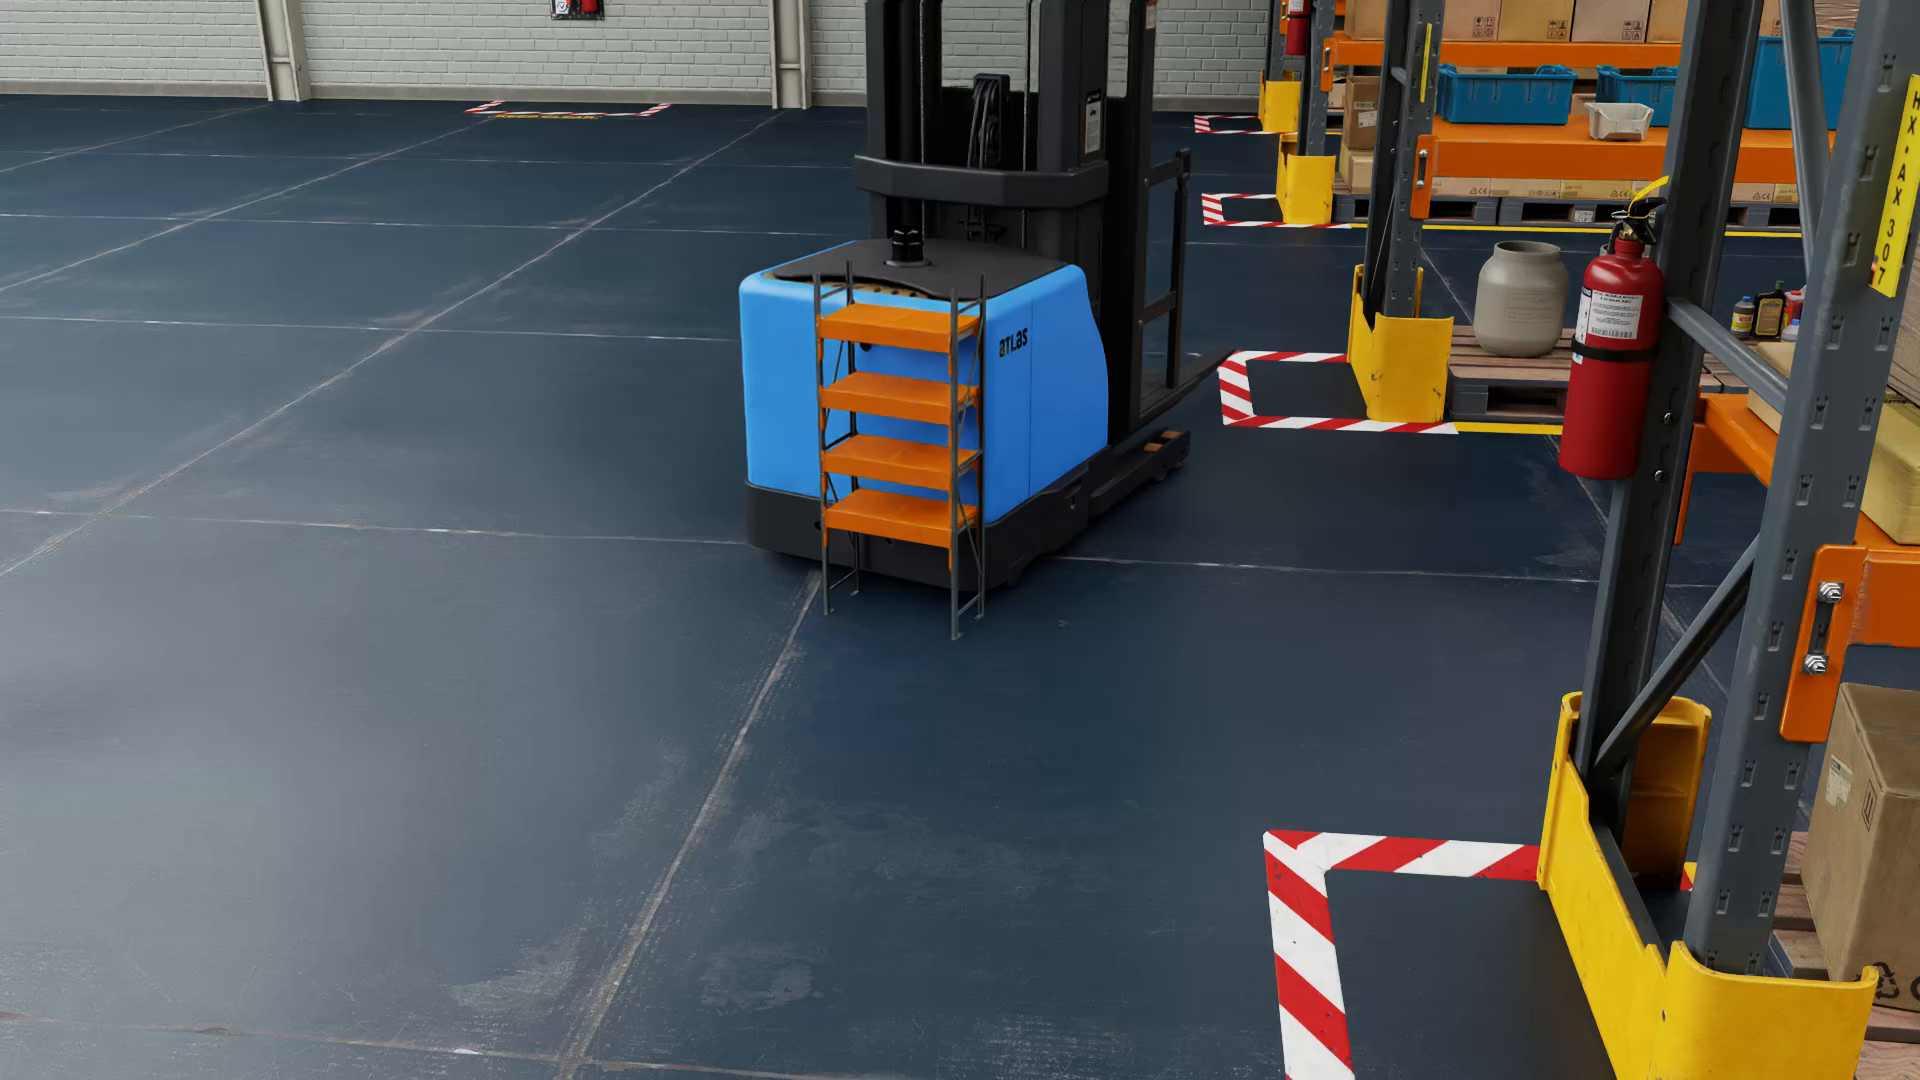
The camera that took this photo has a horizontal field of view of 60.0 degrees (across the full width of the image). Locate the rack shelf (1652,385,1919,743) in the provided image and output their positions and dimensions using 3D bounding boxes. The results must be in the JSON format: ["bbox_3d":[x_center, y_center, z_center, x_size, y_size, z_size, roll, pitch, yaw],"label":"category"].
[{"bbox_3d":[3.497,0.083,3.129,4.000,0.370,1.077,2,22,6],"label":"rack shelf"}]

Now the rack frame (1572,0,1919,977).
[{"bbox_3d":[1.511,-0.338,3.216,0.127,3.000,1.000,2,22,6],"label":"rack frame"}]

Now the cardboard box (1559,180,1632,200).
[{"bbox_3d":[4.676,-2.702,12.363,0.500,0.250,0.500,2,22,6],"label":"cardboard box"}]

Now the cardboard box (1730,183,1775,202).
[{"bbox_3d":[5.671,-2.664,12.267,0.500,0.250,0.500,2,22,6],"label":"cardboard box"}]

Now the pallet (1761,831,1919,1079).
[{"bbox_3d":[2.389,1.010,3.599,1.213,0.211,1.003,2,22,6],"label":"pallet"}]

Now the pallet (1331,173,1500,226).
[{"bbox_3d":[3.445,-2.641,12.832,1.213,0.211,1.003,2,22,6],"label":"pallet"}]

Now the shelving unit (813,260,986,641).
[{"bbox_3d":[-0.194,-0.296,5.557,0.503,1.200,0.258,10,24,23],"label":"shelving unit"}]

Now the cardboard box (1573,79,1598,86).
[{"bbox_3d":[4.739,-3.246,12.719,0.500,0.500,0.500,2,22,6],"label":"cardboard box"}]

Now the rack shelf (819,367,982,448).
[{"bbox_3d":[-0.194,-0.442,5.499,0.480,0.148,0.258,10,24,23],"label":"rack shelf"}]

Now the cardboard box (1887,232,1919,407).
[{"bbox_3d":[2.054,-0.489,3.057,0.500,0.500,0.875,2,22,6],"label":"cardboard box"}]

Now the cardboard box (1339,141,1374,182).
[{"bbox_3d":[3.248,-2.956,13.007,0.500,0.250,0.500,2,22,6],"label":"cardboard box"}]

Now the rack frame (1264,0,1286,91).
[{"bbox_3d":[3.260,-5.764,16.939,0.127,3.000,1.000,2,22,6],"label":"rack frame"}]

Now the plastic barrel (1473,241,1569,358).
[{"bbox_3d":[2.757,-1.185,8.169,0.421,0.512,0.421,0,22,0],"label":"plastic barrel"}]

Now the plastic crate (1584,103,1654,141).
[{"bbox_3d":[2.945,-1.868,7.443,0.250,0.136,0.298,2,22,6],"label":"plastic crate"}]

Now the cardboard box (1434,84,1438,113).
[{"bbox_3d":[3.684,-3.095,12.337,0.500,0.500,0.500,2,22,6],"label":"cardboard box"}]

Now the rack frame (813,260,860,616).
[{"bbox_3d":[-0.415,-0.334,5.652,0.015,1.200,0.240,10,24,23],"label":"rack frame"}]

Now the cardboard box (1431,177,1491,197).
[{"bbox_3d":[3.684,-2.747,12.477,0.500,0.250,0.500,2,22,6],"label":"cardboard box"}]

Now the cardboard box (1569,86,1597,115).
[{"bbox_3d":[4.676,-3.050,12.224,0.500,0.500,0.500,2,22,6],"label":"cardboard box"}]

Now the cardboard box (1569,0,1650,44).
[{"bbox_3d":[4.680,-3.911,12.116,0.500,0.500,0.700,3,22,8],"label":"cardboard box"}]

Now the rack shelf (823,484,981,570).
[{"bbox_3d":[-0.194,-0.049,5.655,0.480,0.148,0.258,10,24,23],"label":"rack shelf"}]

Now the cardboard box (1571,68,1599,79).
[{"bbox_3d":[6.197,-4.663,16.957,0.500,0.500,0.500,1,22,2],"label":"cardboard box"}]

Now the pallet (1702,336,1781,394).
[{"bbox_3d":[4.189,-0.773,8.108,1.213,0.211,1.003,2,22,6],"label":"pallet"}]

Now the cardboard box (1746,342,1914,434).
[{"bbox_3d":[1.819,-0.285,3.422,0.250,0.149,0.380,2,22,6],"label":"cardboard box"}]

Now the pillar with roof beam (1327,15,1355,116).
[{"bbox_3d":[3.550,-7.268,12.583,0.400,9.000,9.100,2,22,6],"label":"pillar with roof beam"}]

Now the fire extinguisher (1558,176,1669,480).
[{"bbox_3d":[1.452,-0.476,3.668,0.183,0.674,0.296,2,22,6],"label":"fire extinguisher"}]

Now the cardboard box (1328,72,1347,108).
[{"bbox_3d":[3.936,-4.655,17.194,0.500,0.311,0.500,0,22,0],"label":"cardboard box"}]

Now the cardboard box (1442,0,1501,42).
[{"bbox_3d":[3.665,-3.956,12.230,0.500,0.500,0.700,3,22,8],"label":"cardboard box"}]

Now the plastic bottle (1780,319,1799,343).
[{"bbox_3d":[3.858,-0.890,7.725,0.097,0.271,0.097,0,22,0],"label":"plastic bottle"}]

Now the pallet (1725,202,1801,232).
[{"bbox_3d":[5.868,-2.535,12.565,1.213,0.211,1.003,2,22,6],"label":"pallet"}]

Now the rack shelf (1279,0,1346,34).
[{"bbox_3d":[5.246,-5.343,16.853,4.000,0.370,1.077,2,22,6],"label":"rack shelf"}]

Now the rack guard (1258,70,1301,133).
[{"bbox_3d":[3.335,-4.598,17.390,0.348,0.500,1.175,2,22,6],"label":"rack guard"}]

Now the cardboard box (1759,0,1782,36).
[{"bbox_3d":[5.687,-3.866,12.002,0.500,0.500,0.700,2,22,6],"label":"cardboard box"}]

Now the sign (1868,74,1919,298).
[{"bbox_3d":[1.447,-0.543,2.556,0.005,0.325,0.100,2,22,6],"label":"sign"}]

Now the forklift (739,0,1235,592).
[{"bbox_3d":[0.347,-1.682,6.708,1.130,2.935,3.031,11,24,26],"label":"forklift"}]

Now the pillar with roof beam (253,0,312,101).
[{"bbox_3d":[-8.366,-7.787,13.896,0.400,9.000,9.100,2,22,6],"label":"pillar with roof beam"}]

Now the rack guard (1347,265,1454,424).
[{"bbox_3d":[2.175,-0.998,8.285,0.348,0.500,1.175,2,22,6],"label":"rack guard"}]

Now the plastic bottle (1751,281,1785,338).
[{"bbox_3d":[4.088,-1.170,8.417,0.133,0.283,0.061,3,22,8],"label":"plastic bottle"}]

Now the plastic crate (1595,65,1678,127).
[{"bbox_3d":[3.271,-2.135,7.963,0.408,0.251,0.499,2,22,6],"label":"plastic crate"}]
